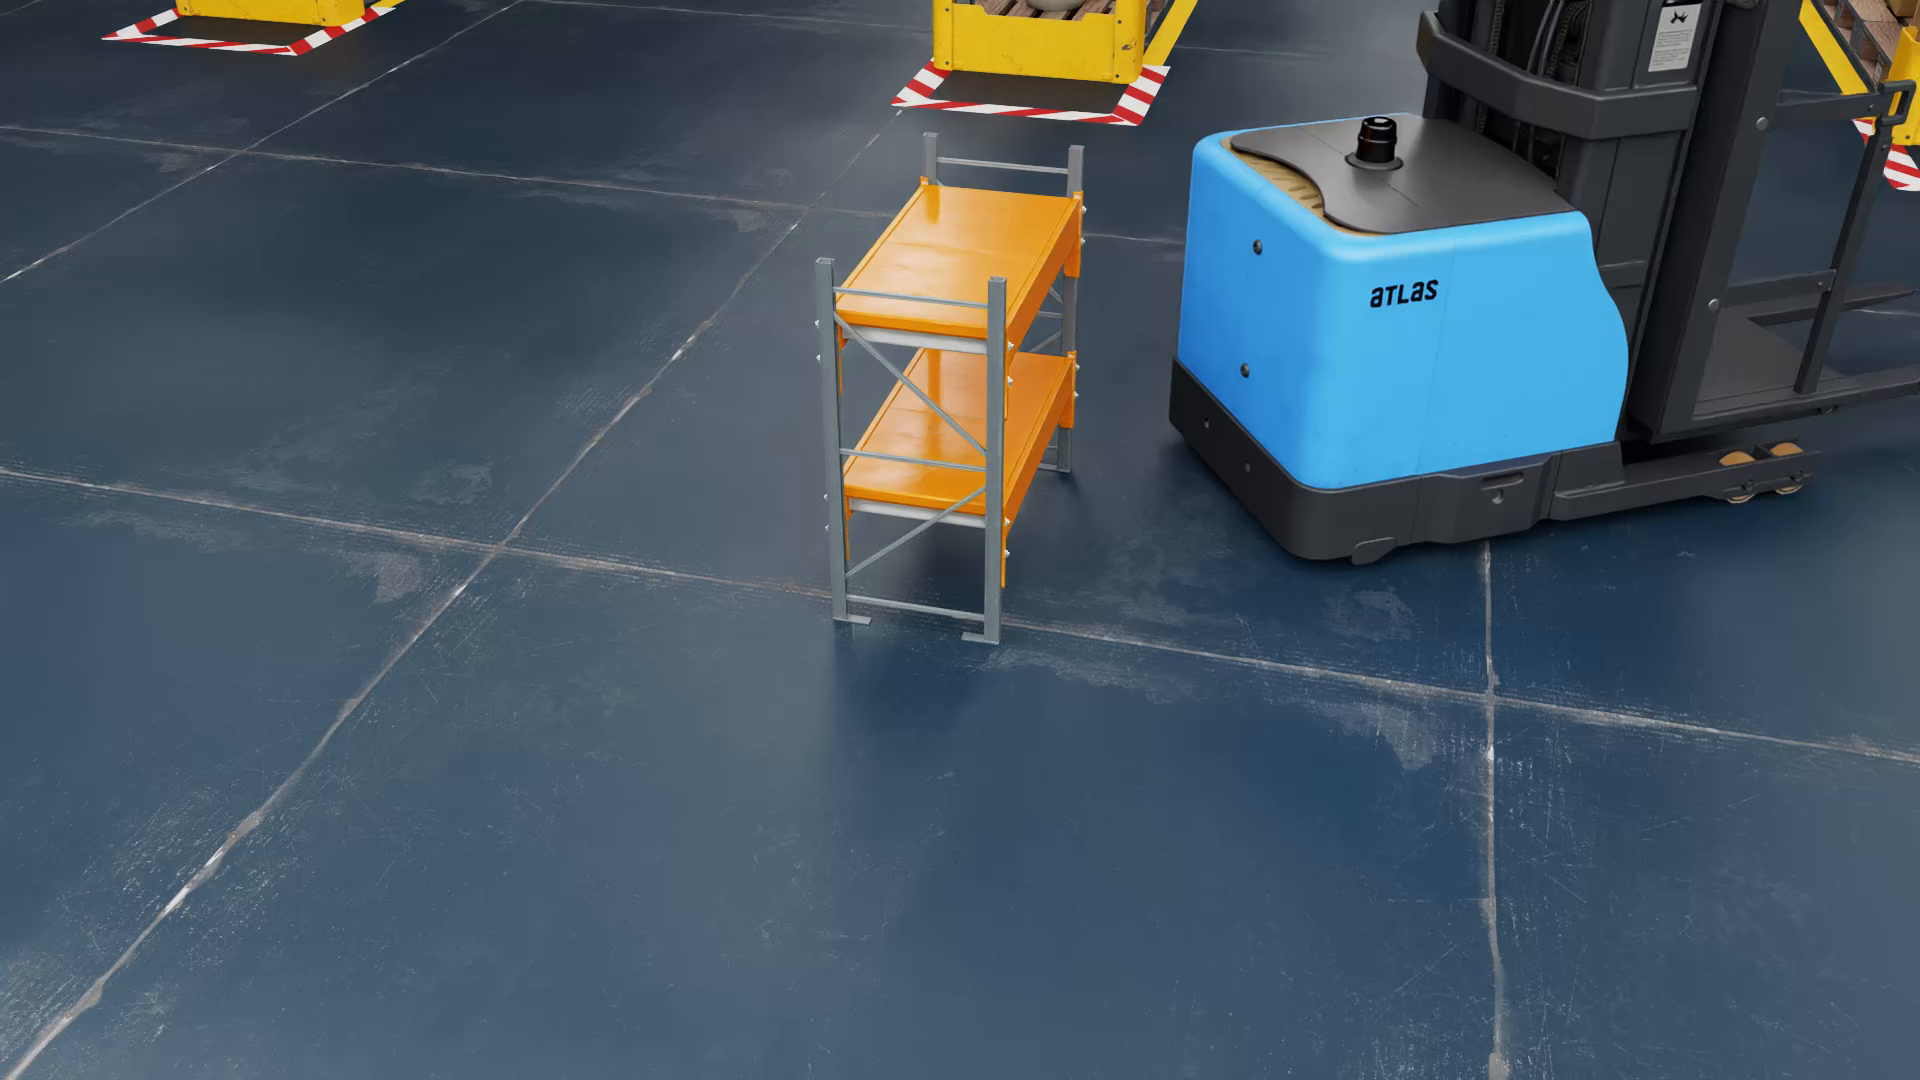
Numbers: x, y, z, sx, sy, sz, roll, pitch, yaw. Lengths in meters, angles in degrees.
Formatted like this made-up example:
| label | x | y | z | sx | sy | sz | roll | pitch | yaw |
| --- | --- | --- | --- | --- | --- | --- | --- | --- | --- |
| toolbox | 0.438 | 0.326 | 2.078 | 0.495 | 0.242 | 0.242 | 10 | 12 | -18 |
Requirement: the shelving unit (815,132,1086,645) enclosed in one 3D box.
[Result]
| label | x | y | z | sx | sy | sz | roll | pitch | yaw |
| --- | --- | --- | --- | --- | --- | --- | --- | --- | --- |
| shelving unit | 0.002 | -0.478 | 4.954 | 0.538 | 1.125 | 1.048 | 8 | 33 | 12 |

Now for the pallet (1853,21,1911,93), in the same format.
| label | x | y | z | sx | sy | sz | roll | pitch | yaw |
| --- | --- | --- | --- | --- | --- | --- | --- | --- | --- |
| pallet | 5.519 | -2.519 | 9.015 | 1.003 | 0.211 | 1.213 | 8 | 33 | 12 |

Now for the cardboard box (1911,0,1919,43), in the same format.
| label | x | y | z | sx | sy | sz | roll | pitch | yaw |
| --- | --- | --- | --- | --- | --- | --- | --- | --- | --- |
| cardboard box | 5.553 | -2.998 | 9.109 | 0.500 | 0.500 | 0.500 | 17 | 36 | 25 |

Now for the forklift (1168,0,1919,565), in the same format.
| label | x | y | z | sx | sy | sz | roll | pitch | yaw |
| --- | --- | --- | --- | --- | --- | --- | --- | --- | --- |
| forklift | 2.299 | -1.616 | 5.060 | 3.031 | 2.935 | 1.130 | -10 | 34 | -15 |

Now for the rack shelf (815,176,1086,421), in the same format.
| label | x | y | z | sx | sy | sz | roll | pitch | yaw |
| --- | --- | --- | --- | --- | --- | --- | --- | --- | --- |
| rack shelf | 0.002 | -0.725 | 4.797 | 0.538 | 0.278 | 1.000 | 8 | 33 | 12 |

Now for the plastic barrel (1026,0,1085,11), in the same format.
| label | x | y | z | sx | sy | sz | roll | pitch | yaw |
| --- | --- | --- | --- | --- | --- | --- | --- | --- | --- |
| plastic barrel | 0.562 | -3.393 | 9.719 | 0.421 | 0.512 | 0.421 | 0 | 32 | 0 |

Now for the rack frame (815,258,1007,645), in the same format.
| label | x | y | z | sx | sy | sz | roll | pitch | yaw |
| --- | --- | --- | --- | --- | --- | --- | --- | --- | --- |
| rack frame | -0.127 | -0.214 | 4.539 | 0.500 | 1.125 | 0.032 | 8 | 33 | 12 |

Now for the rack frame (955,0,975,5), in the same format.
| label | x | y | z | sx | sy | sz | roll | pitch | yaw |
| --- | --- | --- | --- | --- | --- | --- | --- | --- | --- |
| rack frame | 0.469 | -3.914 | 8.610 | 1.000 | 3.000 | 0.127 | 8 | 33 | 12 |

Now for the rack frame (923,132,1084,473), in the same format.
| label | x | y | z | sx | sy | sz | roll | pitch | yaw |
| --- | --- | --- | --- | --- | --- | --- | --- | --- | --- |
| rack frame | 0.131 | -0.742 | 5.369 | 0.500 | 1.125 | 0.032 | 8 | 33 | 12 |

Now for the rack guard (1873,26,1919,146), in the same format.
| label | x | y | z | sx | sy | sz | roll | pitch | yaw |
| --- | --- | --- | --- | --- | --- | --- | --- | --- | --- |
| rack guard | 5.279 | -2.224 | 8.282 | 1.175 | 0.500 | 0.348 | 8 | 33 | 12 |

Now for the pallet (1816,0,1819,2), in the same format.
| label | x | y | z | sx | sy | sz | roll | pitch | yaw |
| --- | --- | --- | --- | --- | --- | --- | --- | --- | --- |
| pallet | 6.139 | -3.785 | 11.007 | 1.003 | 0.211 | 1.213 | 8 | 33 | 12 |

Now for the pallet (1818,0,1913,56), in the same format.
| label | x | y | z | sx | sy | sz | roll | pitch | yaw |
| --- | --- | --- | --- | --- | --- | --- | --- | --- | --- |
| pallet | 5.831 | -3.150 | 10.008 | 1.003 | 0.211 | 1.213 | 8 | 33 | 12 |

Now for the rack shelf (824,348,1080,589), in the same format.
| label | x | y | z | sx | sy | sz | roll | pitch | yaw |
| --- | --- | --- | --- | --- | --- | --- | --- | --- | --- |
| rack shelf | 0.002 | -0.272 | 5.085 | 0.538 | 0.278 | 1.000 | 8 | 33 | 12 |

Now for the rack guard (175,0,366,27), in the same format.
| label | x | y | z | sx | sy | sz | roll | pitch | yaw |
| --- | --- | --- | --- | --- | --- | --- | --- | --- | --- |
| rack guard | -4.327 | -3.523 | 10.325 | 1.175 | 0.500 | 0.348 | 8 | 33 | 12 |

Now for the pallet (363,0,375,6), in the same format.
| label | x | y | z | sx | sy | sz | roll | pitch | yaw |
| --- | --- | --- | --- | --- | --- | --- | --- | --- | --- |
| pallet | -4.168 | -3.816 | 11.056 | 1.003 | 0.211 | 1.213 | 8 | 33 | 12 |
